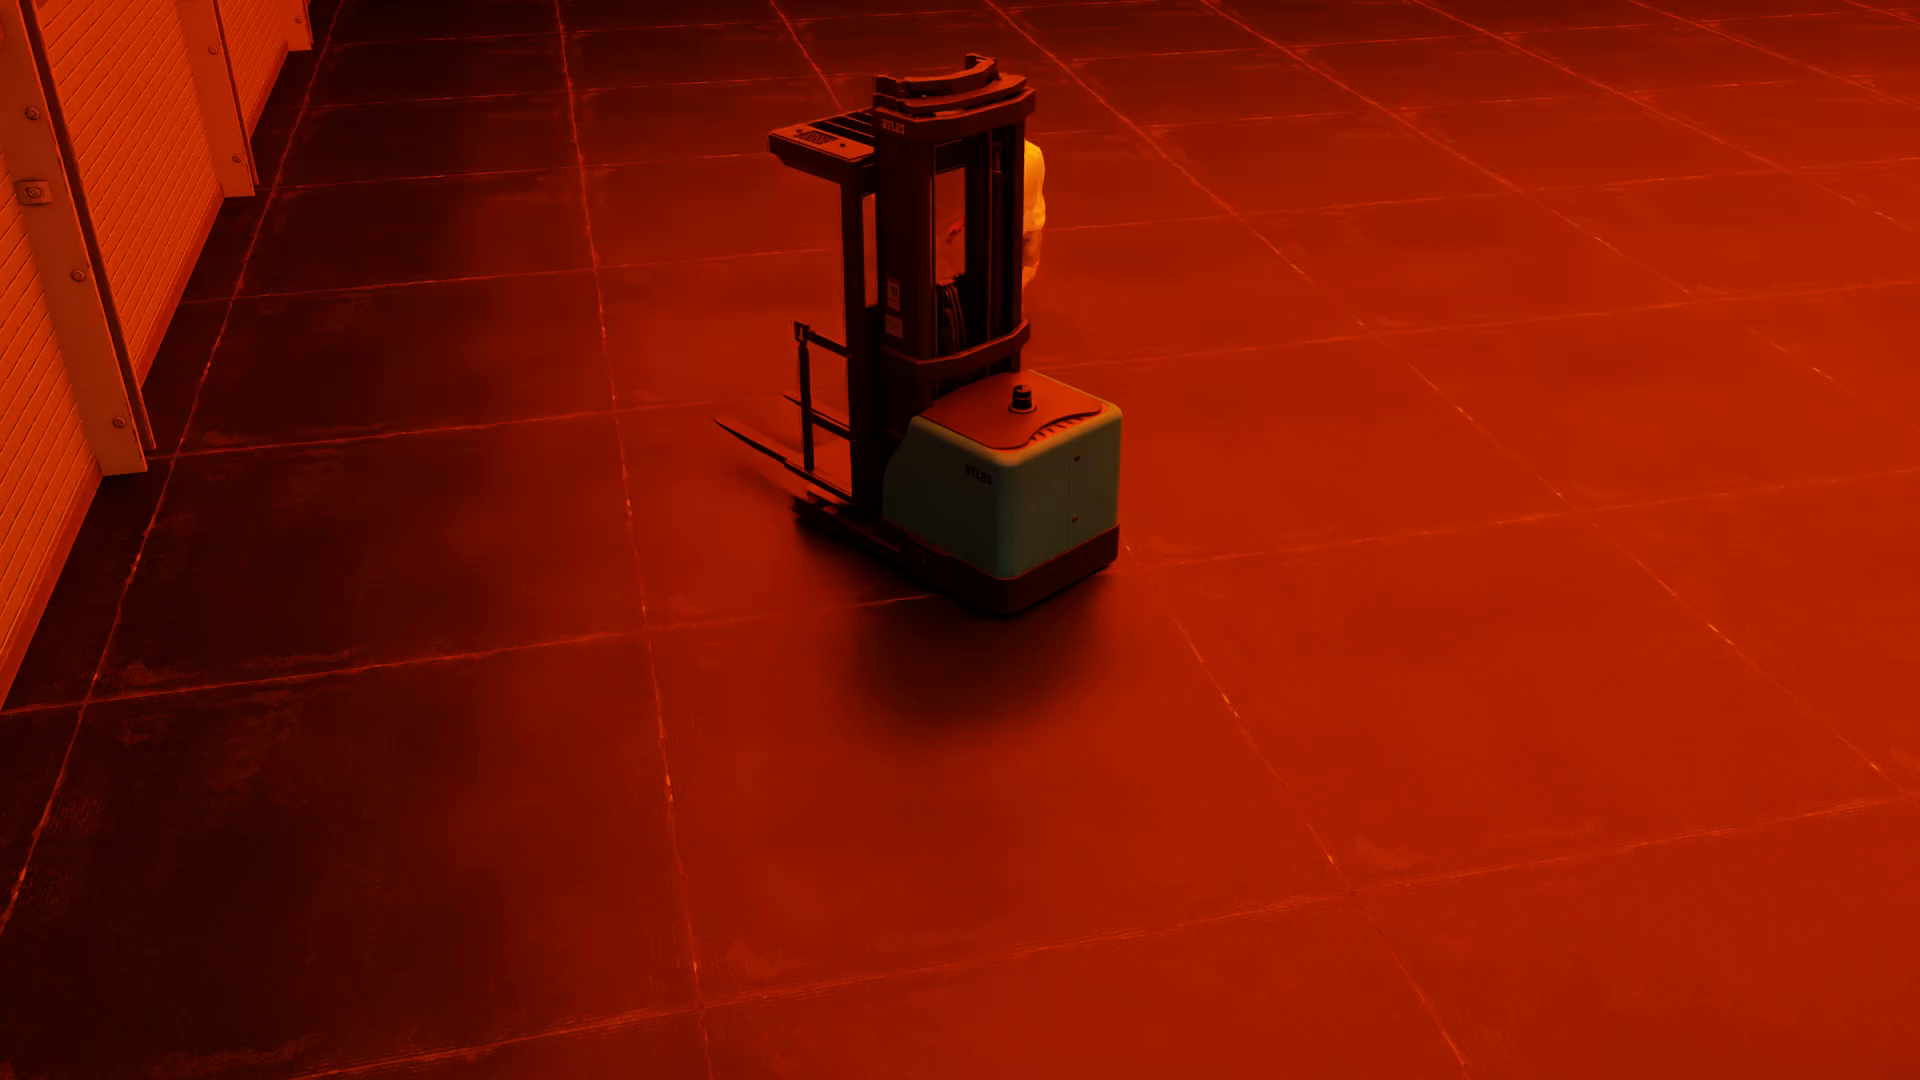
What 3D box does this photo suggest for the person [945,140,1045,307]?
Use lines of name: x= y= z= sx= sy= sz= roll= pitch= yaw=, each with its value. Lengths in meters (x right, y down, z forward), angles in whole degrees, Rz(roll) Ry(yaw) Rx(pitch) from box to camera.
person: x=0.278 y=-2.681 z=13.673 sx=0.853 sy=1.494 sz=0.988 roll=-2 pitch=30 yaw=-4

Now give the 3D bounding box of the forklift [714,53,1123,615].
forklift: x=-0.414 y=-1.480 z=10.131 sx=1.130 sy=2.935 sz=3.031 roll=-26 pitch=39 yaw=-37
